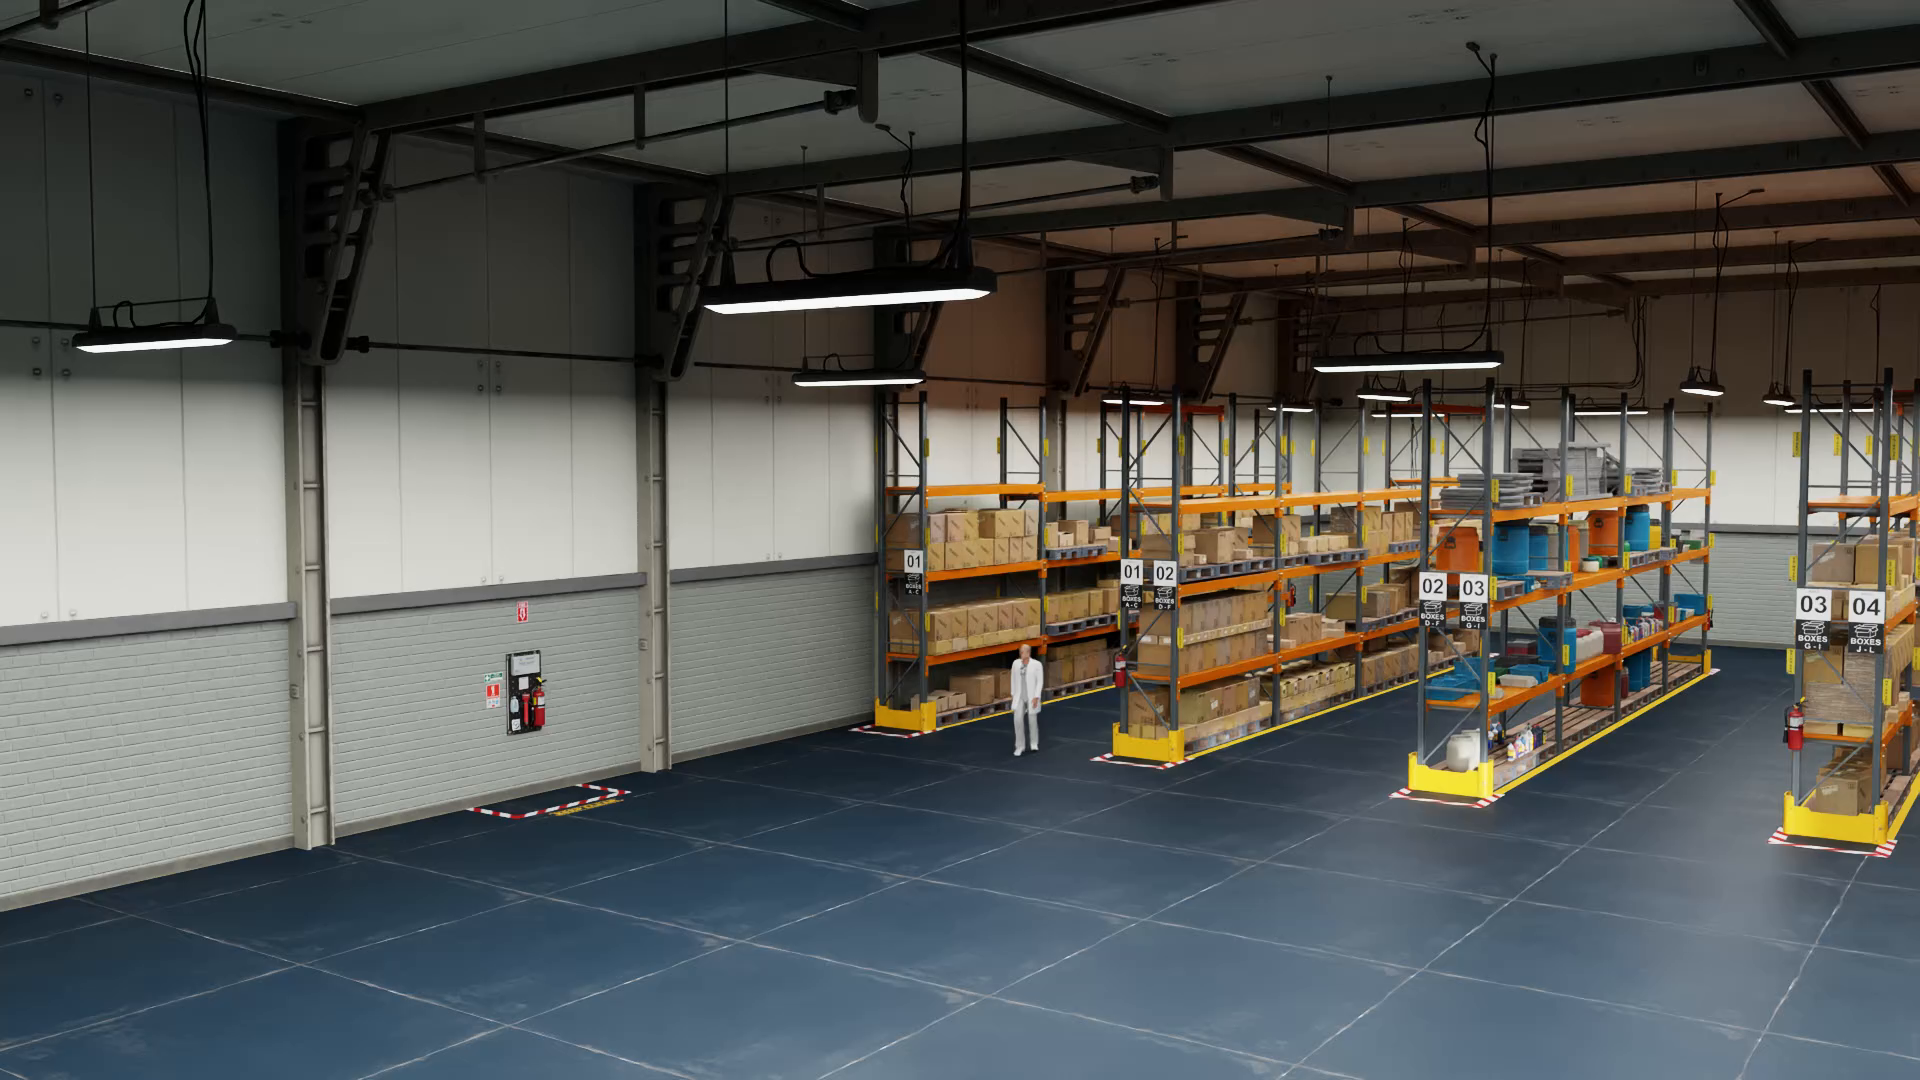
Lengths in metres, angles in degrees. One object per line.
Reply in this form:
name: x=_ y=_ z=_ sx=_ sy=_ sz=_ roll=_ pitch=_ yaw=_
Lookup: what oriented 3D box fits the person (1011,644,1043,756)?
person: x=1.088 y=2.629 z=27.249 sx=0.606 sy=1.848 sz=0.747 roll=1 pitch=3 yaw=20
